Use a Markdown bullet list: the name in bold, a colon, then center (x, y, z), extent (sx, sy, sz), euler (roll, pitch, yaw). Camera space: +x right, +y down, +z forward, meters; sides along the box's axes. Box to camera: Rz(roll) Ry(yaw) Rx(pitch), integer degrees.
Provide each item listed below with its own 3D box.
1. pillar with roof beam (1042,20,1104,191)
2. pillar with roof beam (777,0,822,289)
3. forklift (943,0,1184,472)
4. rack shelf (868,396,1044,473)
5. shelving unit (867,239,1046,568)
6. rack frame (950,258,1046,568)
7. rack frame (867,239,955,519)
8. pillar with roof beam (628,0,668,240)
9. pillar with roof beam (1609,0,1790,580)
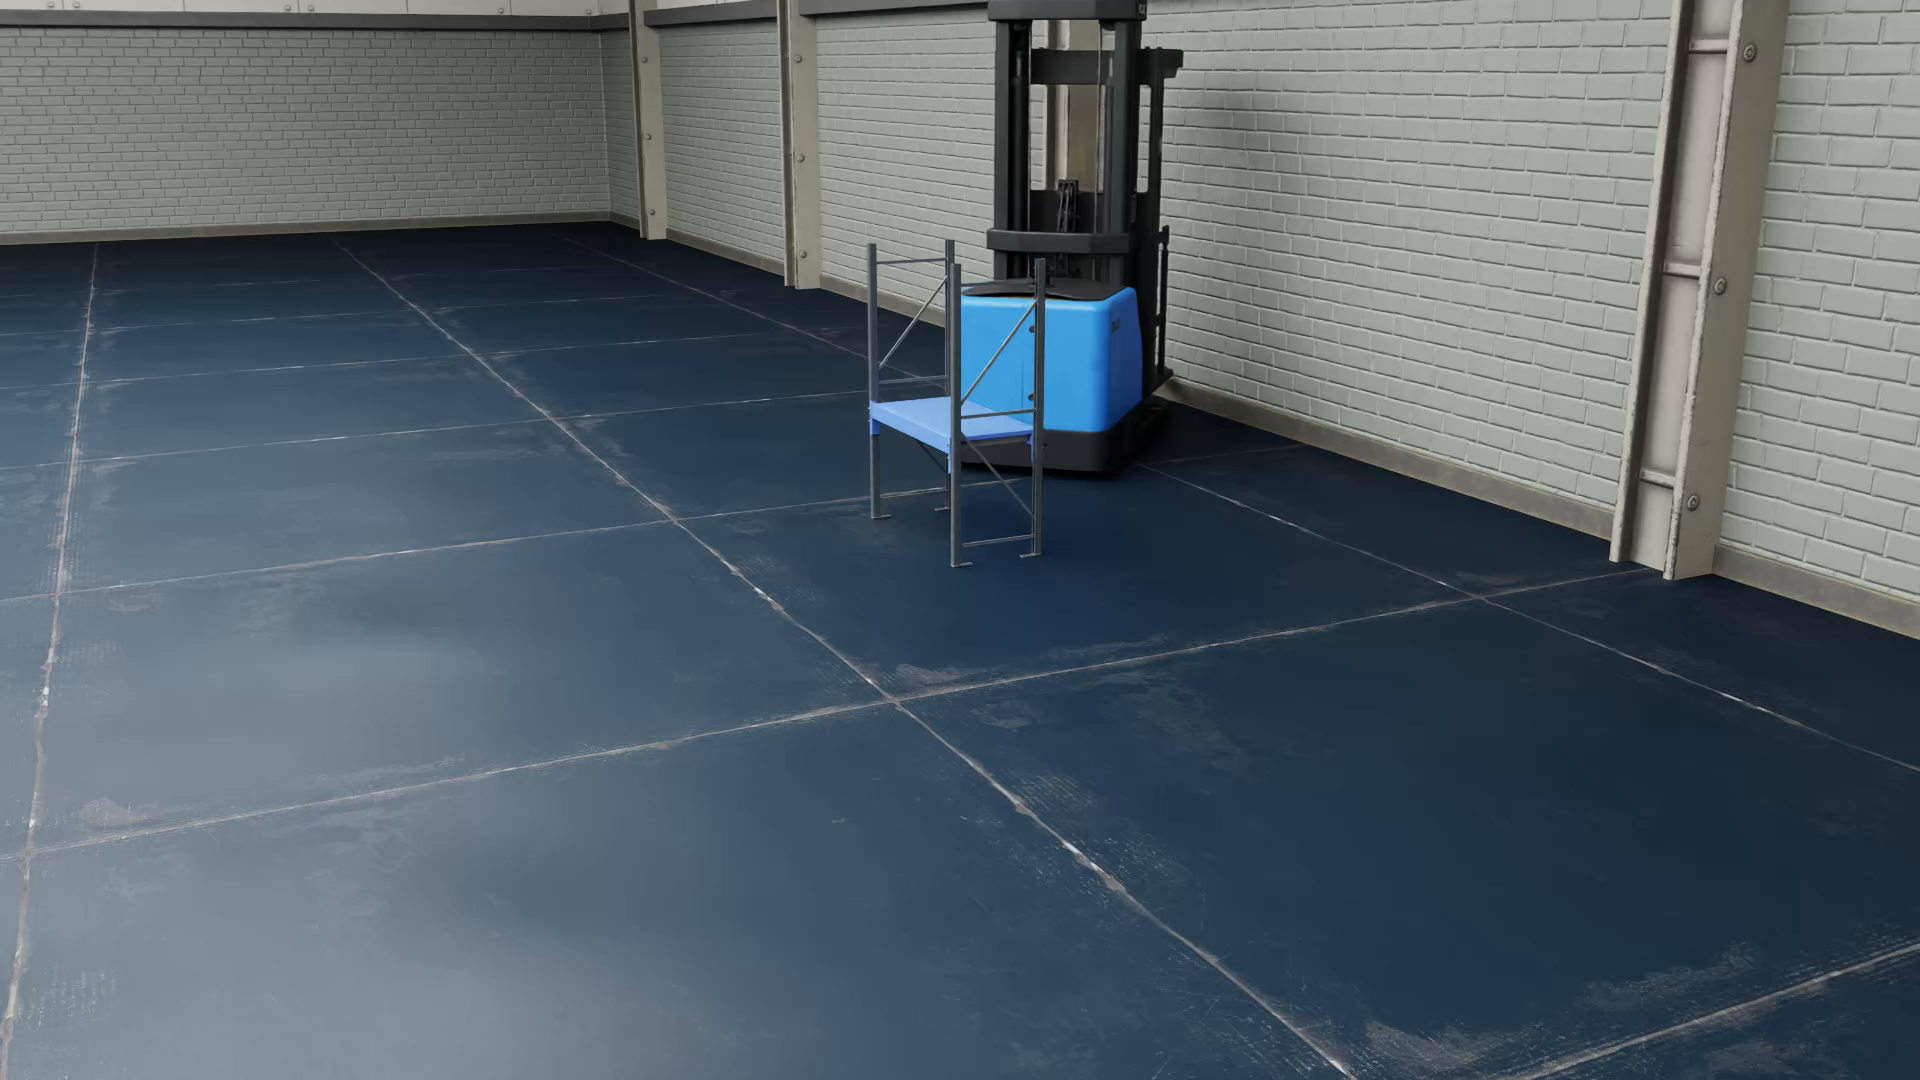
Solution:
- **pillar with roof beam**: center (-2.996, -5.164, 10.432), extent (9.100, 9.000, 0.400), euler (-8, 18, -25)
- **pillar with roof beam**: center (-5.624, -6.652, 15.616), extent (9.100, 9.000, 0.400), euler (-8, 18, -25)
- **forklift**: center (0.830, -2.179, 11.031), extent (1.130, 2.935, 3.031), euler (5, 17, 17)
- **rack shelf**: center (-0.037, -0.569, 8.667), extent (0.538, 0.185, 1.000), euler (-8, 18, -25)
- **shelving unit**: center (-0.037, -0.742, 8.617), extent (0.538, 1.500, 1.048), euler (-8, 18, -25)
- **rack frame**: center (0.185, -0.616, 8.178), extent (0.500, 1.500, 0.032), euler (-8, 18, -25)
- **rack frame**: center (-0.260, -0.868, 9.057), extent (0.500, 1.500, 0.032), euler (-8, 18, -25)
- **pillar with roof beam**: center (-8.253, -8.140, 20.800), extent (9.100, 9.000, 0.400), euler (-8, 18, -25)
- **pillar with roof beam**: center (-0.367, -3.676, 5.247), extent (9.100, 9.000, 0.400), euler (-8, 18, -25)
